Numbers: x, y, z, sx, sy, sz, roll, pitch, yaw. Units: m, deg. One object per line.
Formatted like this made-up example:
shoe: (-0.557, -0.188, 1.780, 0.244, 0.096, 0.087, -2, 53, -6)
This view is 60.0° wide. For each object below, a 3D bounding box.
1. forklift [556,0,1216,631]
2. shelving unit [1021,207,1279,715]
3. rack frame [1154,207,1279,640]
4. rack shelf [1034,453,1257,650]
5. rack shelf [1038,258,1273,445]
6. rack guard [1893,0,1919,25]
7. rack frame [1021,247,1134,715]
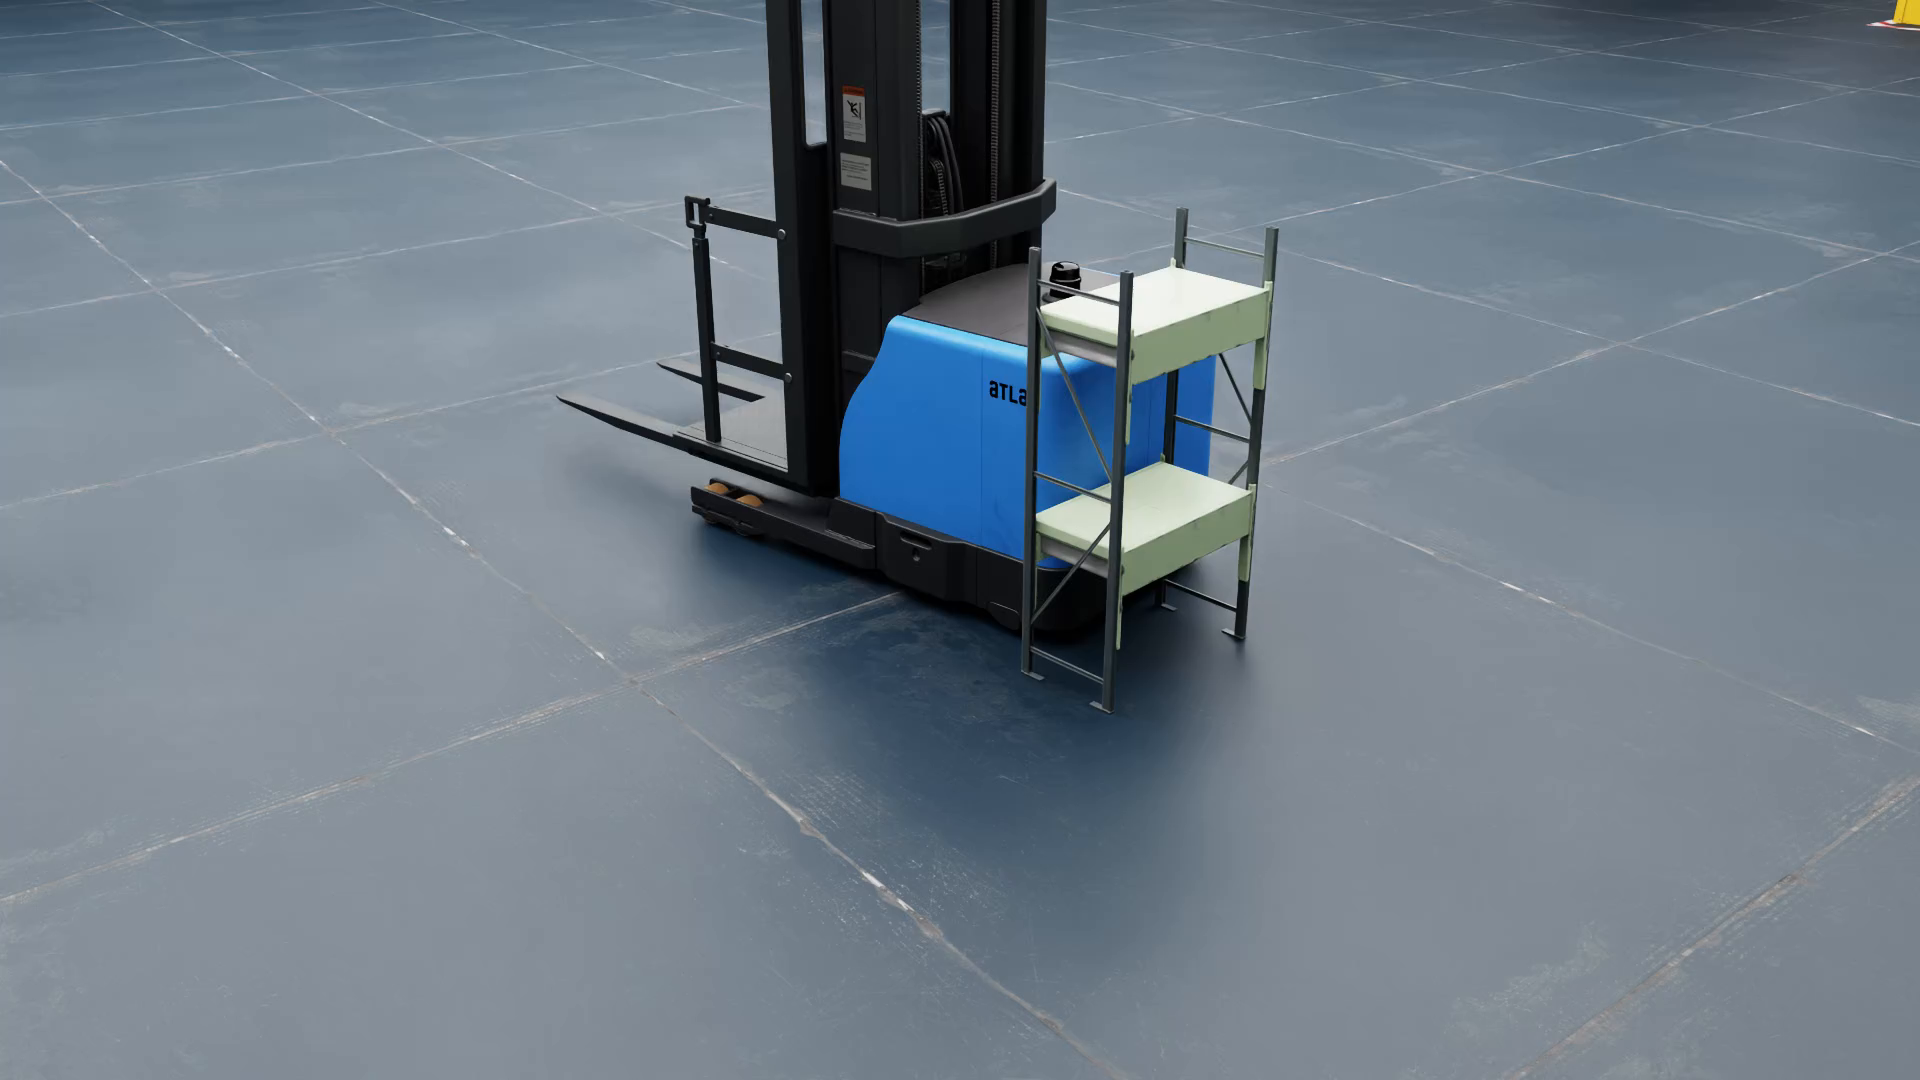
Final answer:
forklift: (-0.483, -1.497, 6.494, 3.031, 2.935, 1.130, 19, 31, 35)
shelving unit: (0.620, -0.273, 5.557, 0.431, 1.500, 0.755, 23, 33, 40)
rack frame: (0.878, -0.382, 5.792, 0.400, 1.500, 0.023, 23, 33, 40)
rack shelf: (0.620, 0.023, 5.694, 0.431, 0.370, 0.720, 23, 33, 40)
rack shelf: (0.620, -0.627, 5.392, 0.431, 0.370, 0.720, 23, 33, 40)
rack guard: (11.984, -6.469, 20.094, 0.348, 0.500, 1.175, -18, 31, -34)
rack frame: (0.362, -0.164, 5.321, 0.400, 1.500, 0.023, 23, 33, 40)
